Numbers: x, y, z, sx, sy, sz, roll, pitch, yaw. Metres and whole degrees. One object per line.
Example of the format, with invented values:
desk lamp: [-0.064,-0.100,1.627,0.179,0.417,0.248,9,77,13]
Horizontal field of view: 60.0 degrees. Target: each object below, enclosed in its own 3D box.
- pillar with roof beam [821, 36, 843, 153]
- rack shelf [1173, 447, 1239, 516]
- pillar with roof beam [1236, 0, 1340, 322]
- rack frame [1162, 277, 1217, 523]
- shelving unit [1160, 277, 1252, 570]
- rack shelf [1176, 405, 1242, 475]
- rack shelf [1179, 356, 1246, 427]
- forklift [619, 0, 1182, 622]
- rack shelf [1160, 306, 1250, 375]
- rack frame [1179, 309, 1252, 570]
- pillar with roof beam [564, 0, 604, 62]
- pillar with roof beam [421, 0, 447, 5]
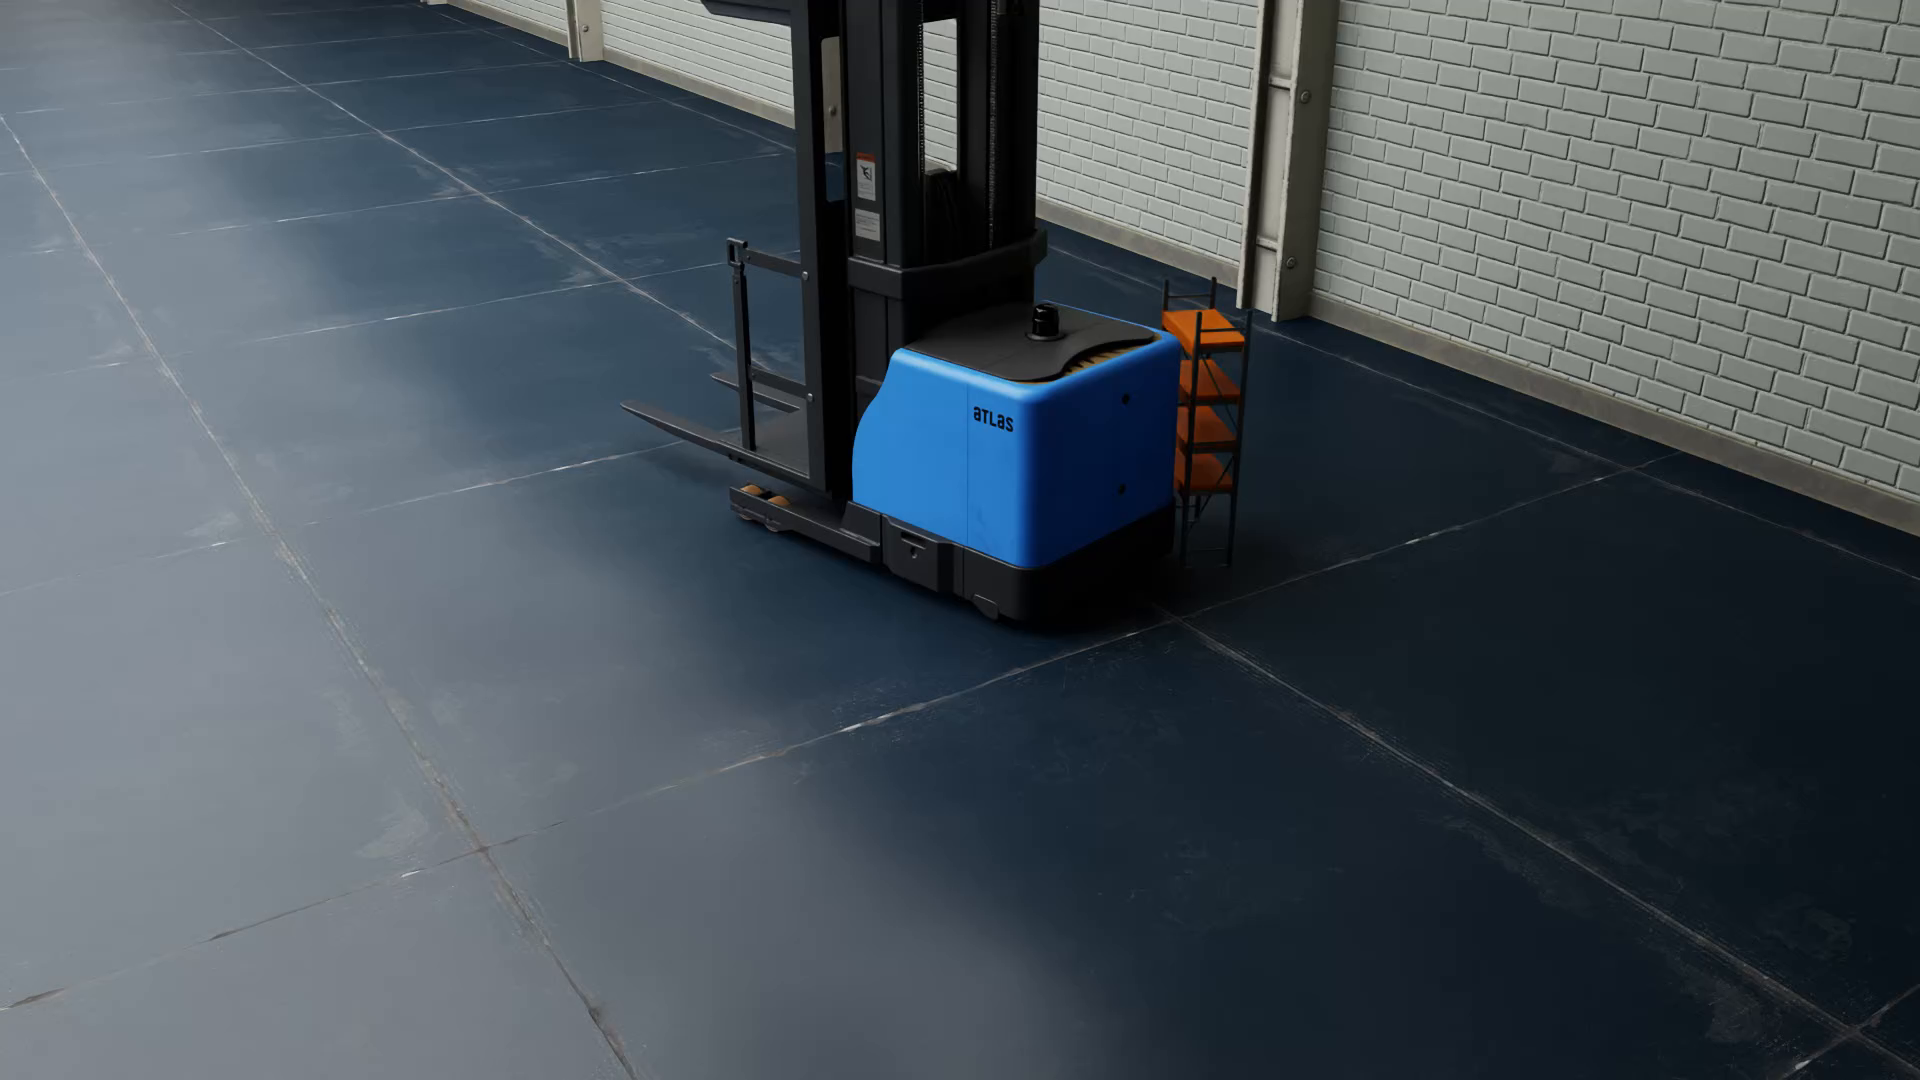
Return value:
pillar with roof beam: [-4.820,-6.724,11.452,9.100,9.000,0.400,-16,29,-30]
rack shelf: [1.064,-0.280,7.559,0.258,0.148,0.480,-4,26,-9]
pillar with roof beam: [-1.545,-4.578,6.906,9.100,9.000,0.400,-16,29,-30]
rack frame: [1.024,-0.623,7.664,0.240,1.200,0.015,-4,26,-9]
shelving unit: [1.065,-0.521,7.446,0.258,1.200,0.503,-4,26,-9]
rack shelf: [1.065,-0.460,7.475,0.258,0.148,0.480,-4,26,-9]
rack shelf: [1.066,-0.662,7.379,0.258,0.148,0.480,-4,26,-9]
forklift: [-0.460,-1.508,7.510,3.031,2.935,1.130,22,33,38]
rack shelf: [1.067,-0.876,7.279,0.258,0.148,0.480,-4,26,-9]
rack frame: [1.107,-0.418,7.229,0.240,1.200,0.015,-4,26,-9]
pillar with roof beam: [-8.095,-8.870,15.998,9.100,9.000,0.400,-16,29,-30]
pillar with roof beam: [-11.371,-11.016,20.544,9.100,9.000,0.400,-16,29,-30]
